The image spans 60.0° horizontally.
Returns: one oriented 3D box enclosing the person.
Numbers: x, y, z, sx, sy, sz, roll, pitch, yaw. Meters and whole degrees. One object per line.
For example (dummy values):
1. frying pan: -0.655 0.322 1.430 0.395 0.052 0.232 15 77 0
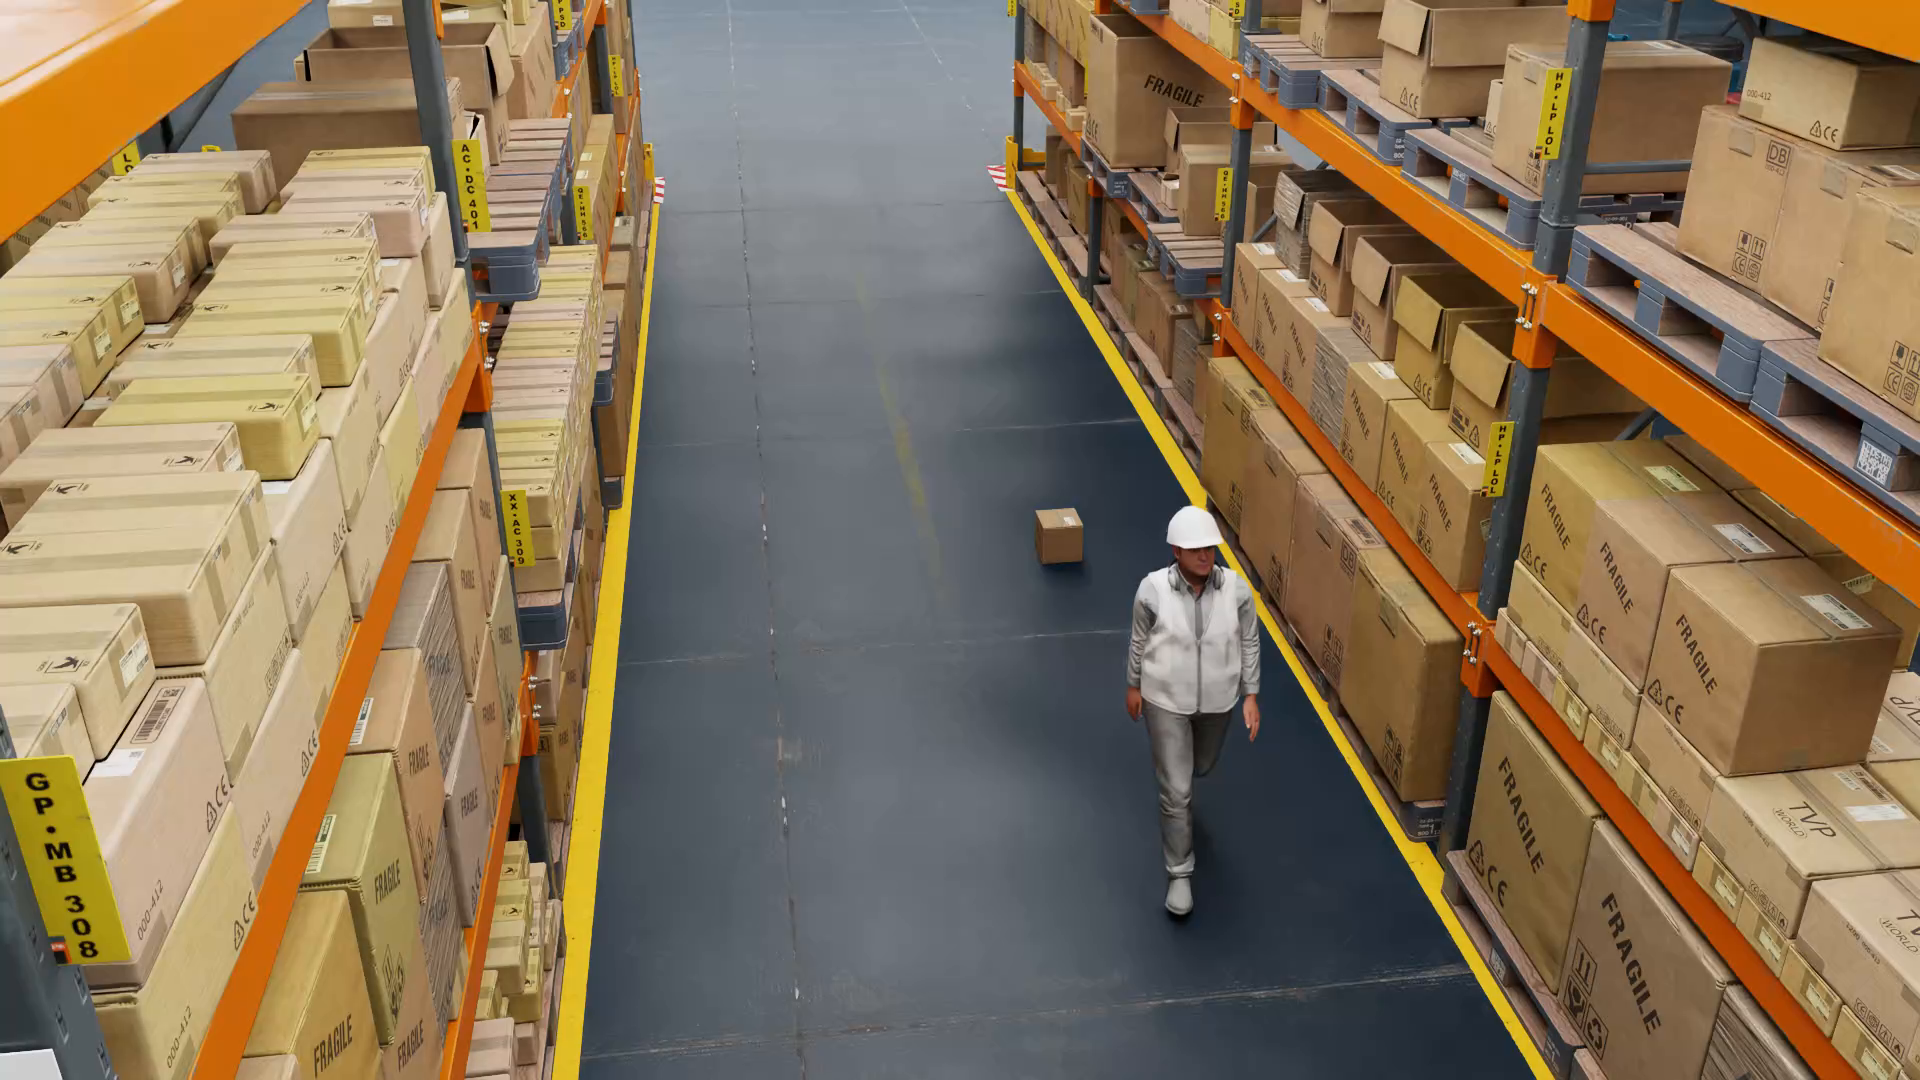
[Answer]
1. person: 1.025 0.667 7.279 0.553 1.733 0.986 -3 27 -5
